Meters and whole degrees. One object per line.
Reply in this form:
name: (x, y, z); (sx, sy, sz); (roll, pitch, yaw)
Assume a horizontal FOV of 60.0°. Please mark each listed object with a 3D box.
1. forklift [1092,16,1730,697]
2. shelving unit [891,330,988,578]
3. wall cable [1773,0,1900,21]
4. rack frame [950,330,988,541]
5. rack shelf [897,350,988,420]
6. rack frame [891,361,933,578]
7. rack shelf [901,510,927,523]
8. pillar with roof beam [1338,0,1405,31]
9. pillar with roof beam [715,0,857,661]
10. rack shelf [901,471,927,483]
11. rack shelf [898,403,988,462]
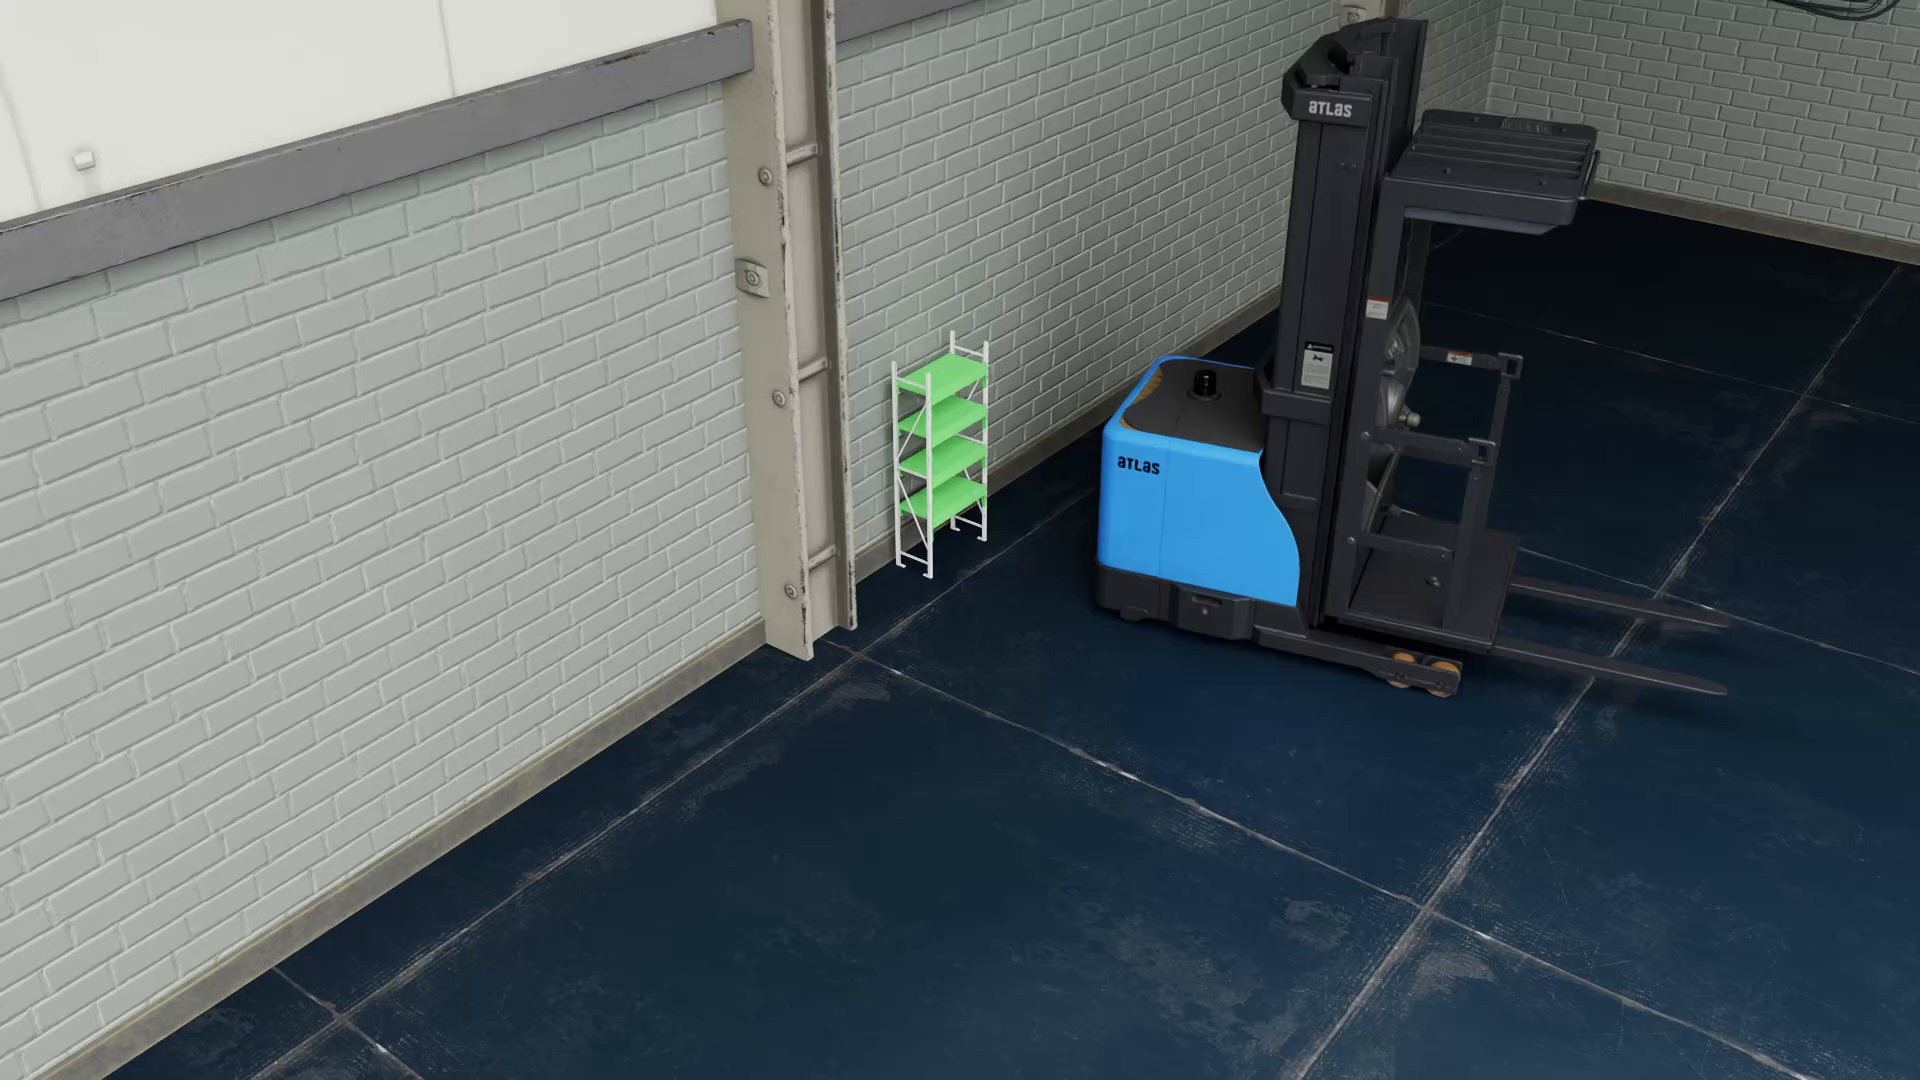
forklift: (2.249, -0.818, 7.755); (3.031, 2.935, 1.130); (12, 33, 20)
shelving unit: (-0.100, -0.449, 8.831); (0.258, 1.200, 0.503); (21, 37, 31)
wall cable: (5.692, -5.292, 12.398); (3.097, 2.526, 0.112); (21, 37, 31)
rack frame: (0.047, -0.548, 8.998); (0.240, 1.200, 0.015); (21, 37, 31)
rack shelf: (-0.100, -0.807, 8.618); (0.258, 0.148, 0.480); (21, 37, 31)
rack frame: (-0.247, -0.350, 8.663); (0.240, 1.200, 0.015); (21, 37, 31)
rack shelf: (-0.100, -0.212, 8.971); (0.199, 0.029, 0.442); (21, 37, 31)
pillar with roof beam: (6.292, -4.512, 8.037); (9.100, 9.000, 0.400); (21, 37, 31)
pillar with roof beam: (2.670, -2.073, 3.922); (9.100, 9.000, 0.400); (21, 37, 31)
rack shelf: (-0.100, -0.419, 8.849); (0.199, 0.029, 0.442); (21, 37, 31)
rack shelf: (-0.100, -0.600, 8.741); (0.258, 0.148, 0.480); (21, 37, 31)
